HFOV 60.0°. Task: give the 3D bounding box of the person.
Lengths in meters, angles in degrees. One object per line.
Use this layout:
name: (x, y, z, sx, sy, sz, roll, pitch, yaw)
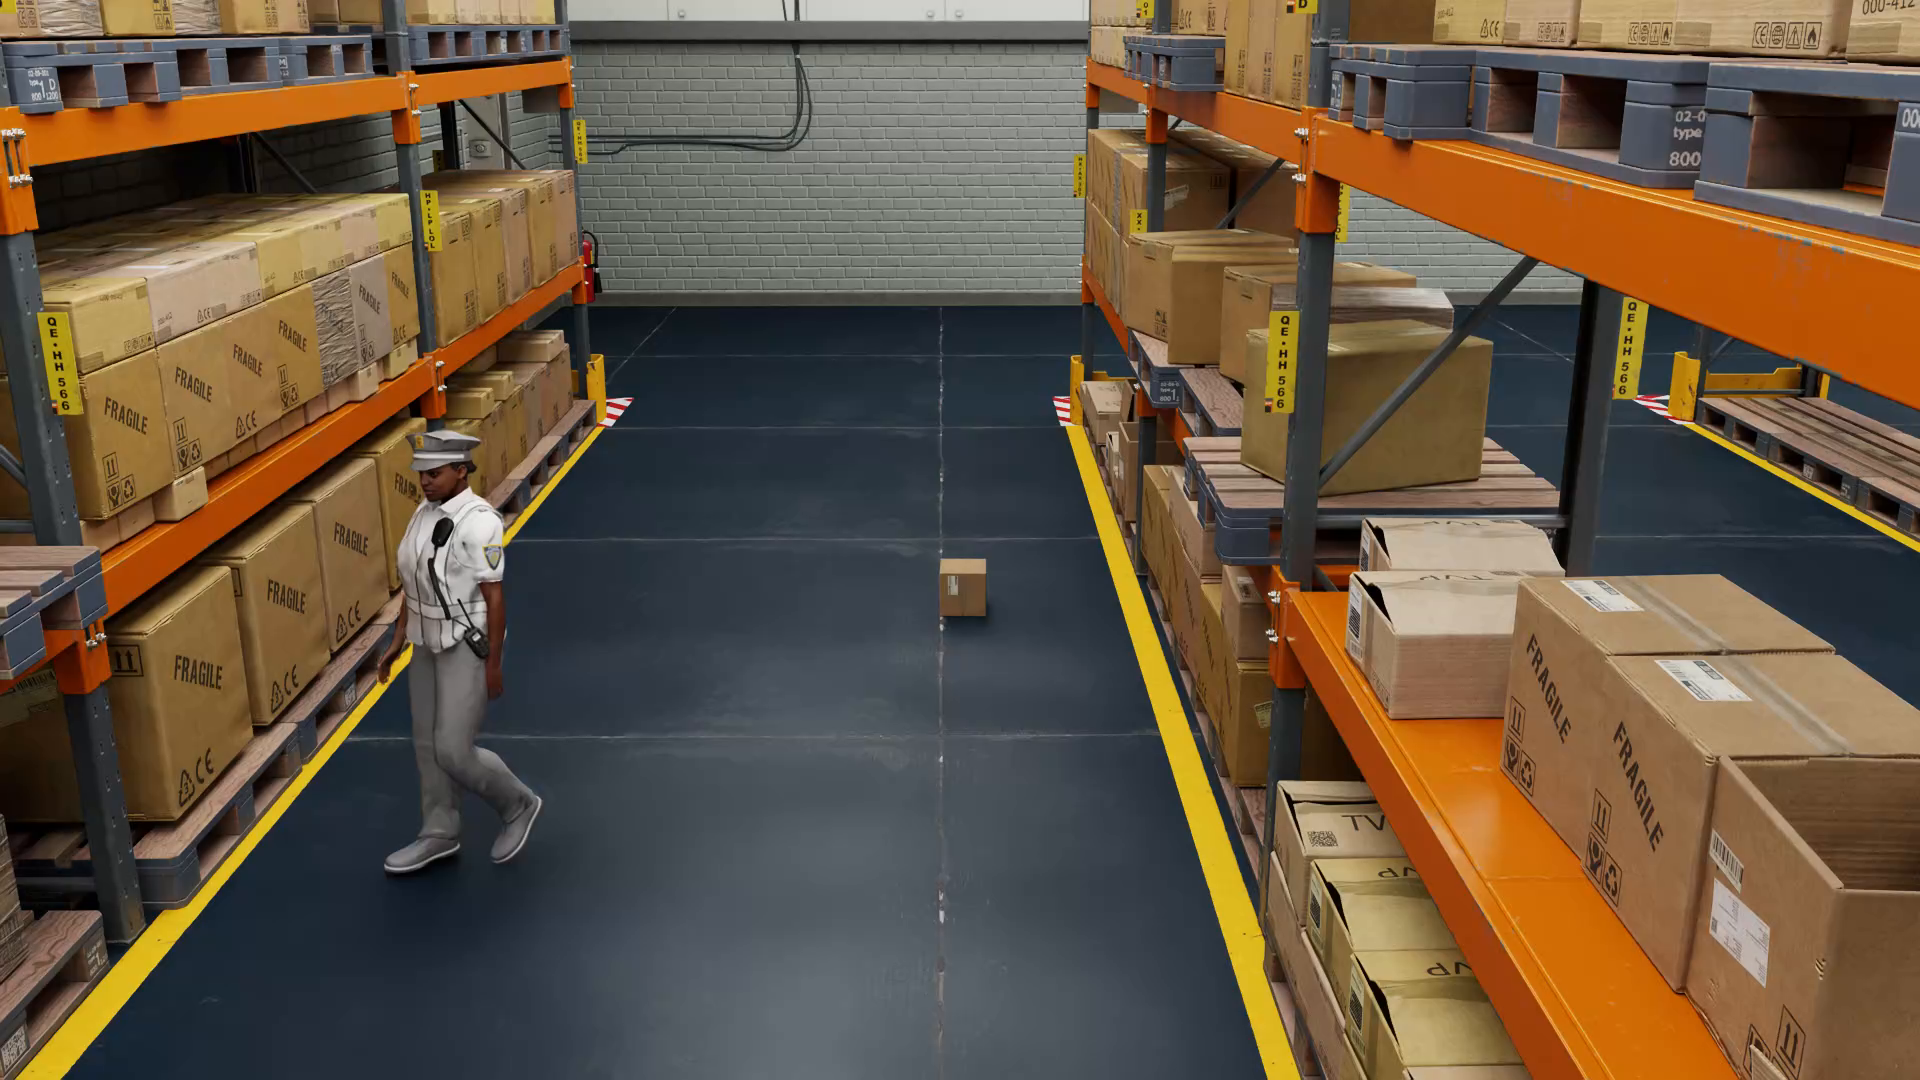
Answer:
person: (-1.909, 0.415, 6.117, 0.468, 1.668, 0.527, 15, 22, 39)
